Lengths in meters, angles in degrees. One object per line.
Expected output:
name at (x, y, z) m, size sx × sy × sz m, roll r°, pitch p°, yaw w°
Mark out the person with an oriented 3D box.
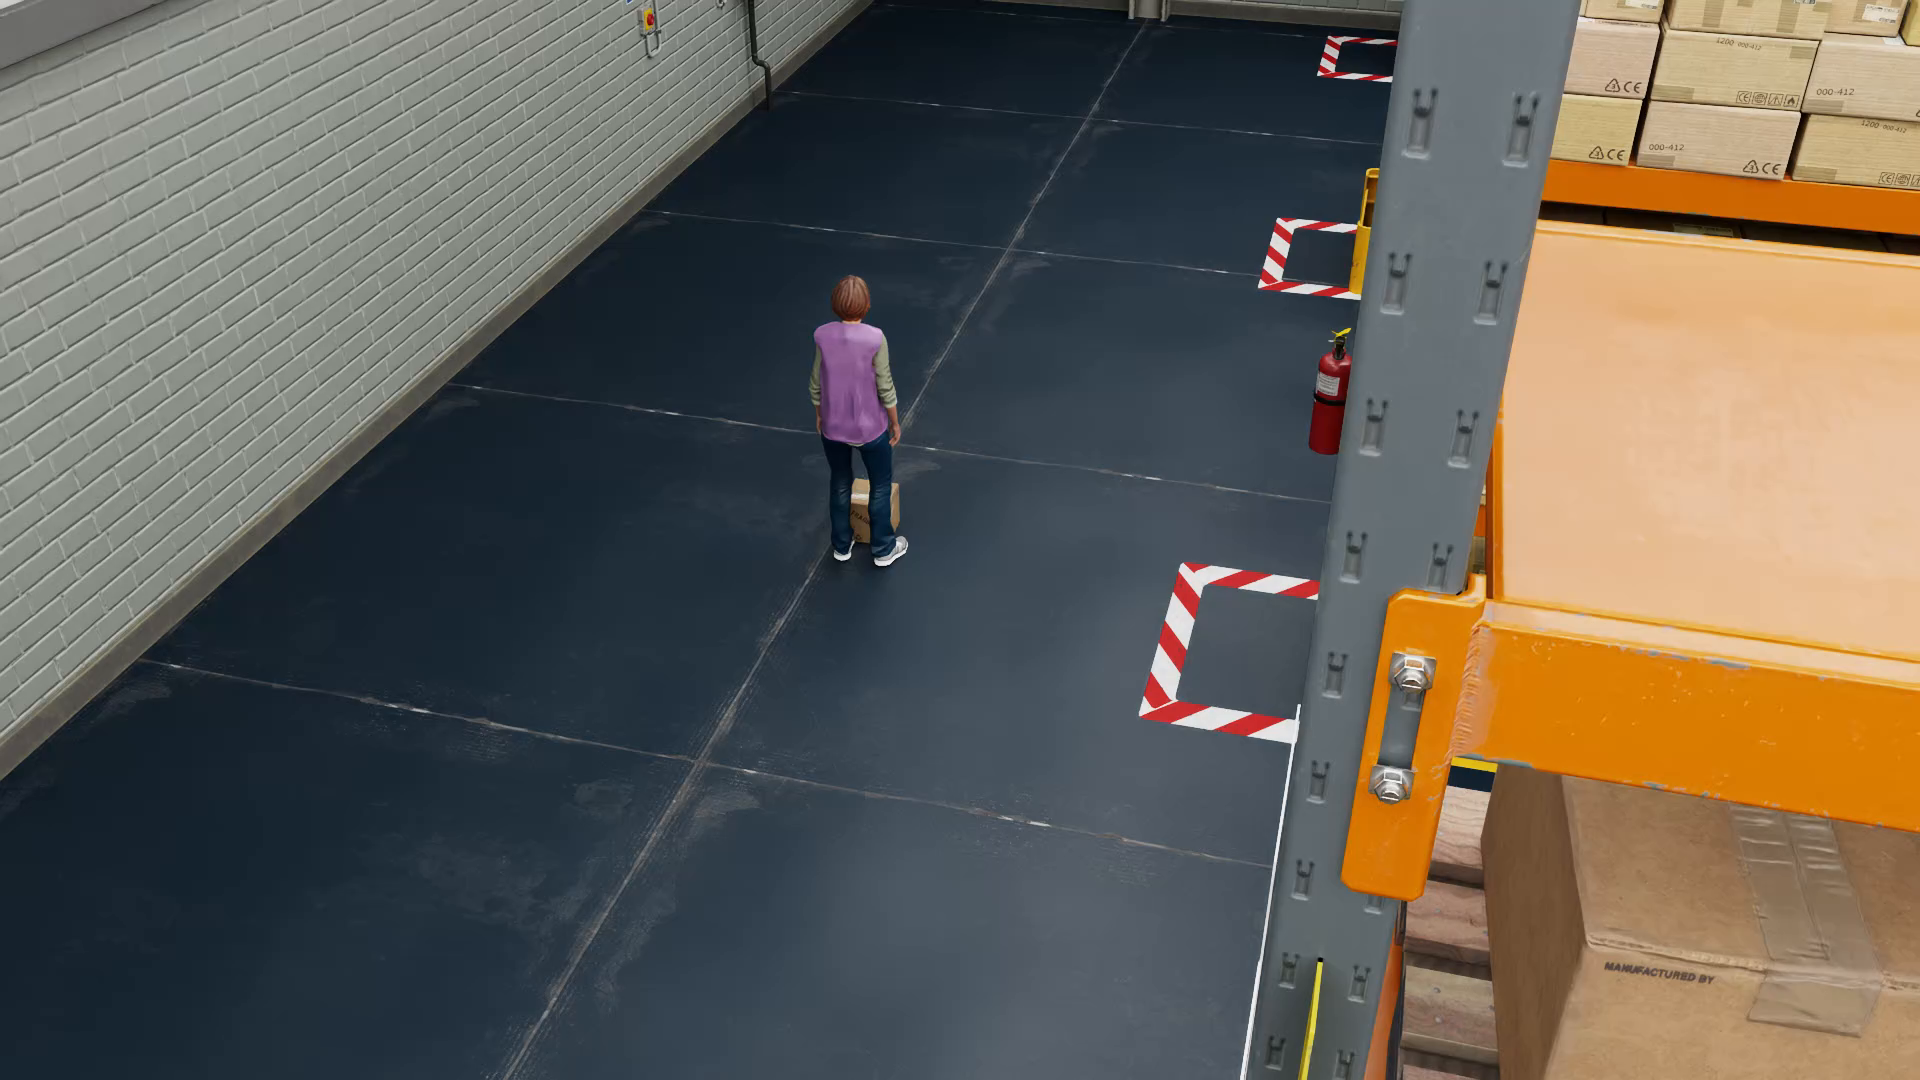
person at (-0.535, -0.586, 8.541) m, size 0.462 × 1.594 × 0.344 m, roll 8°, pitch 34°, yaw 12°
